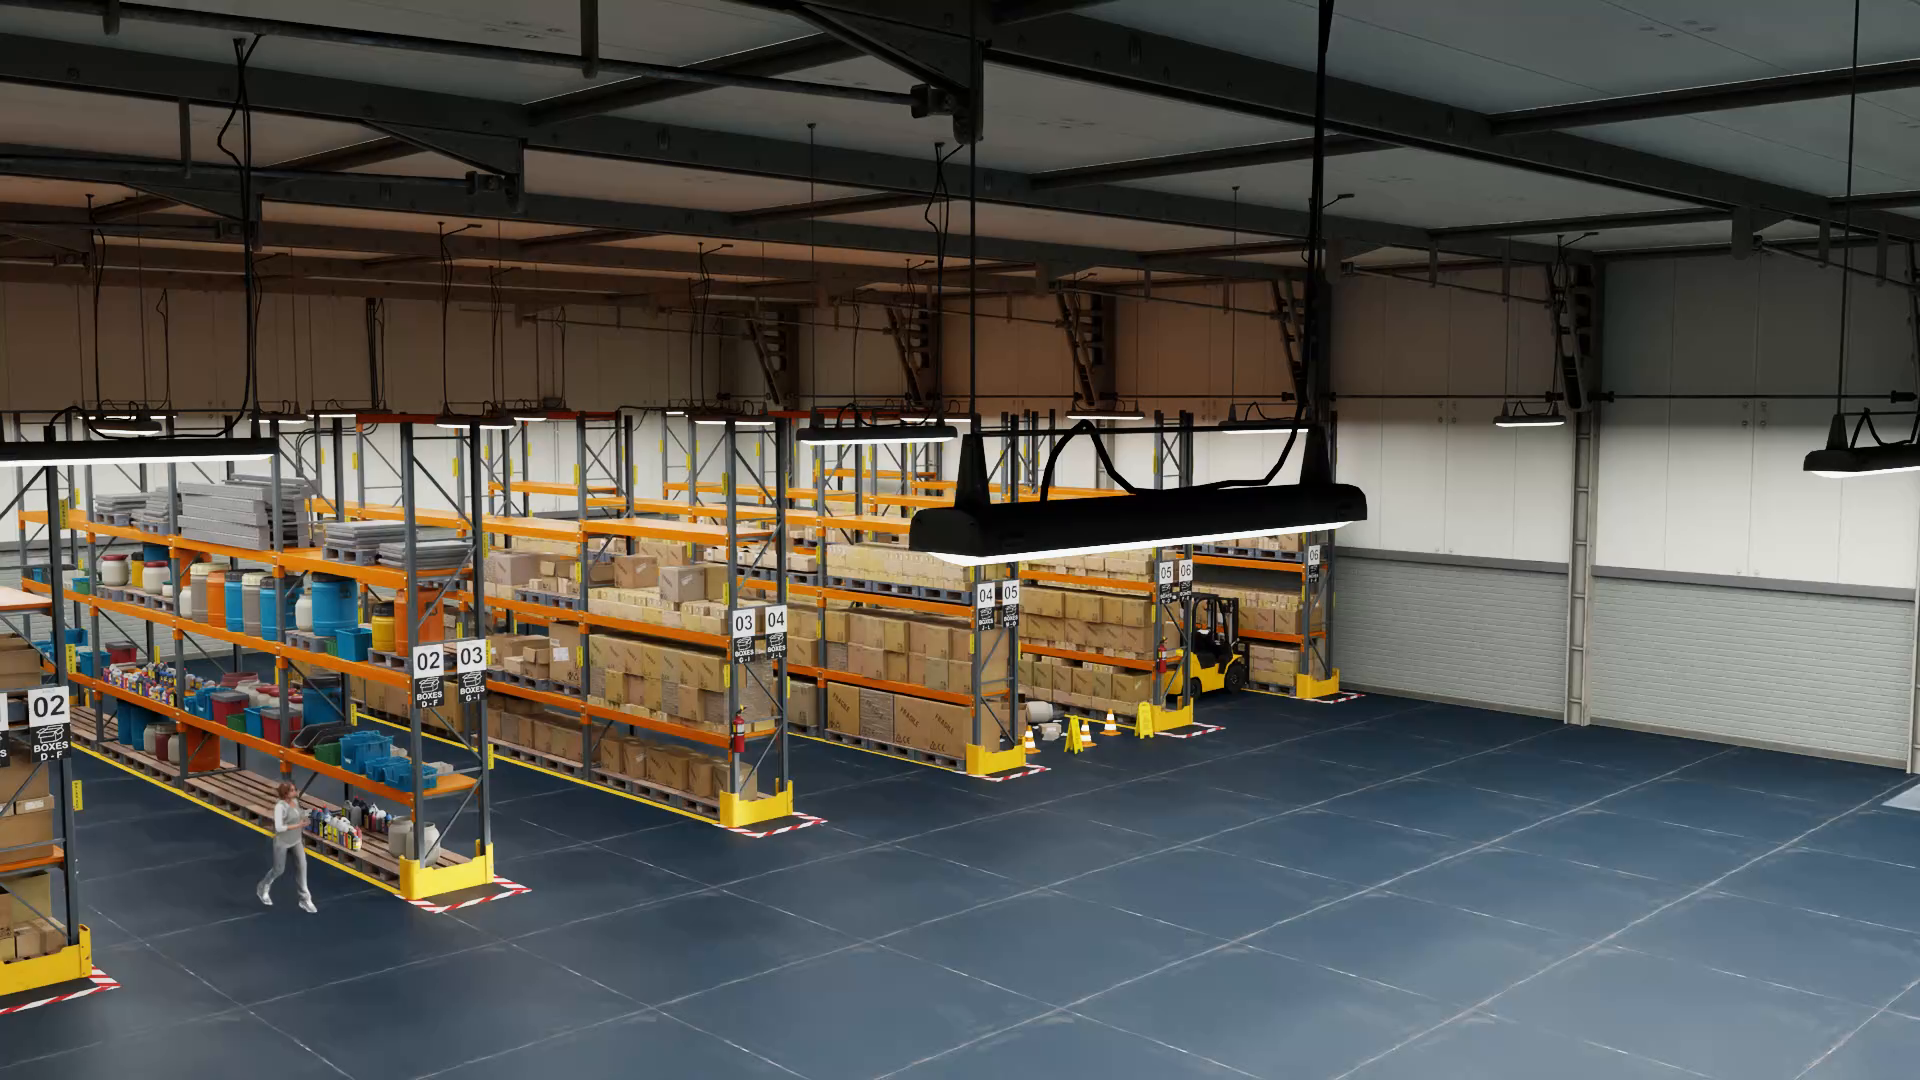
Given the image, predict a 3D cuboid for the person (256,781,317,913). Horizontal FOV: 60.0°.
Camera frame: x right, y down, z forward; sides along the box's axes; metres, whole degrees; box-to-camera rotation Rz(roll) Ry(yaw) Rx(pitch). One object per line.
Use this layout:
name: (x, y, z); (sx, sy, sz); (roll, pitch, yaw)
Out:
person: (-8.272, 3.739, 20.367); (0.861, 1.609, 0.504); (2, 5, 22)

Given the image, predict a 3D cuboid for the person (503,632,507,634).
person: (-9.553, 2.499, 35.027); (0.625, 1.604, 0.581); (3, 6, 31)
